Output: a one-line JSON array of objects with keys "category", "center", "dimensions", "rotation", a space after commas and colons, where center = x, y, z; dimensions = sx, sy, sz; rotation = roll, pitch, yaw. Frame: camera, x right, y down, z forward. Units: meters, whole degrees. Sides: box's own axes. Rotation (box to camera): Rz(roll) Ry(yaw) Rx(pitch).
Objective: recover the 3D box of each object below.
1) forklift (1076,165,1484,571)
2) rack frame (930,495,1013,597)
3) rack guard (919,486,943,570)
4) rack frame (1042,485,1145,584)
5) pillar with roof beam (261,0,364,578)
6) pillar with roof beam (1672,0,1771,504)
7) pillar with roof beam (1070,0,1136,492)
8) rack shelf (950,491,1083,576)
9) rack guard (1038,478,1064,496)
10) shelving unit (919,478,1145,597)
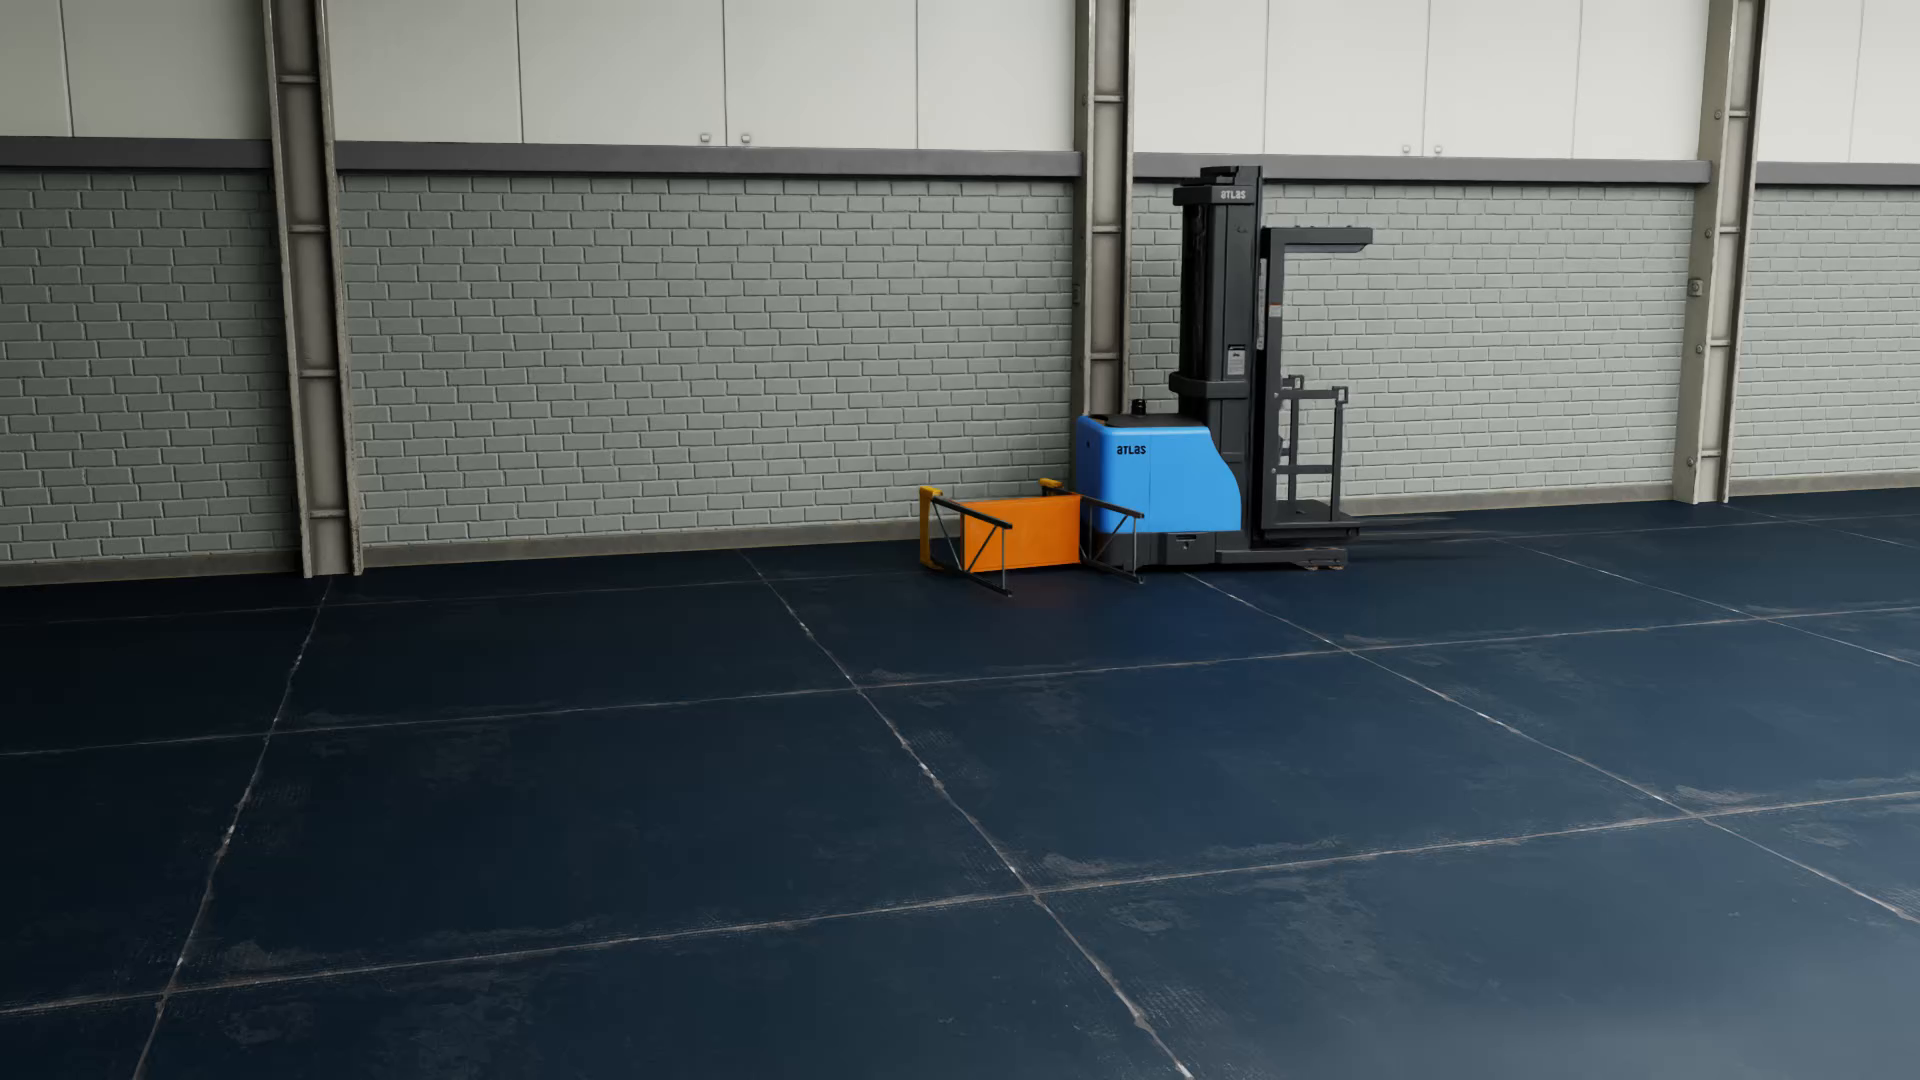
[{"category": "forklift", "center": [2.447, -1.308, 12.558], "dimensions": [3.031, 2.935, 1.130], "rotation": [-1, 11, -7]}, {"category": "rack frame", "center": [0.027, 0.012, 11.787], "dimensions": [0.032, 0.500, 1.500], "rotation": [-5, 11, -24]}, {"category": "rack guard", "center": [-0.213, -0.092, 12.355], "dimensions": [0.087, 0.587, 0.250], "rotation": [-5, 11, -24]}, {"category": "rack frame", "center": [0.953, -0.064, 12.199], "dimensions": [0.032, 0.500, 1.500], "rotation": [-5, 11, -24]}, {"category": "pillar with roof beam", "center": [-3.408, -3.438, 7.368], "dimensions": [0.400, 9.000, 9.100], "rotation": [-3, 11, -16]}, {"category": "pillar with roof beam", "center": [8.114, -4.045, 10.667], "dimensions": [0.400, 9.000, 9.100], "rotation": [-3, 11, -16]}, {"category": "pillar with roof beam", "center": [2.353, -3.742, 9.017], "dimensions": [0.400, 9.000, 9.100], "rotation": [-3, 11, -16]}, {"category": "rack shelf", "center": [0.416, -0.055, 12.154], "dimensions": [1.000, 0.538, 0.185], "rotation": [-5, 11, -24]}, {"category": "rack guard", "center": [0.695, -0.167, 12.759], "dimensions": [0.087, 0.587, 0.250], "rotation": [-5, 11, -24]}, {"category": "shelving unit", "center": [0.498, -0.026, 11.997], "dimensions": [1.083, 0.587, 1.500], "rotation": [-5, 11, -24]}]
